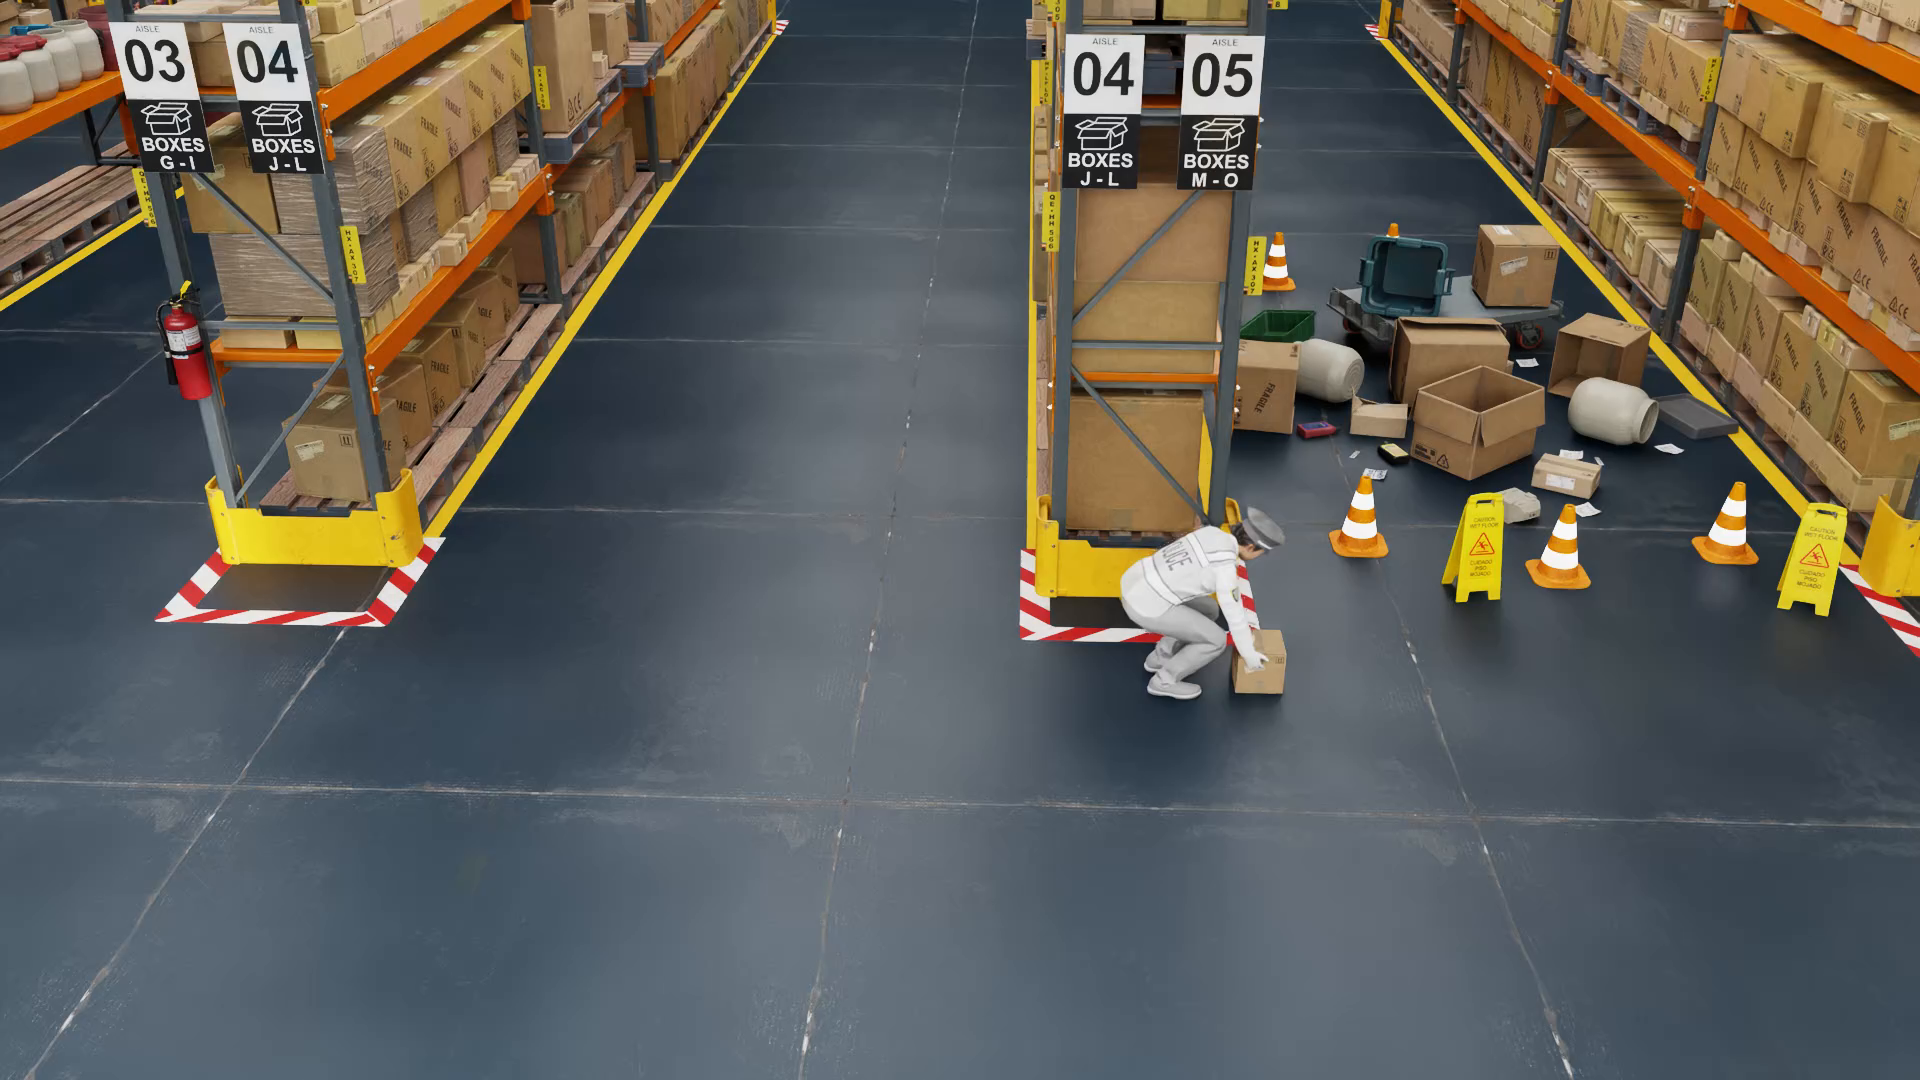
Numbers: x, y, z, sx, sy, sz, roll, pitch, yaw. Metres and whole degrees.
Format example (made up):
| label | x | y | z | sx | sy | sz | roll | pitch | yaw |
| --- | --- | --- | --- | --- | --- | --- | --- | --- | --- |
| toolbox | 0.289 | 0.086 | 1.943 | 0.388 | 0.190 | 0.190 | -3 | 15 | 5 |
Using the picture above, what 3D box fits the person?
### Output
| label | x | y | z | sx | sy | sz | roll | pitch | yaw |
| --- | --- | --- | --- | --- | --- | --- | --- | --- | --- |
| person | 1.262 | 0.308 | 8.750 | 0.841 | 1.006 | 0.498 | 1 | 28 | 2 |
